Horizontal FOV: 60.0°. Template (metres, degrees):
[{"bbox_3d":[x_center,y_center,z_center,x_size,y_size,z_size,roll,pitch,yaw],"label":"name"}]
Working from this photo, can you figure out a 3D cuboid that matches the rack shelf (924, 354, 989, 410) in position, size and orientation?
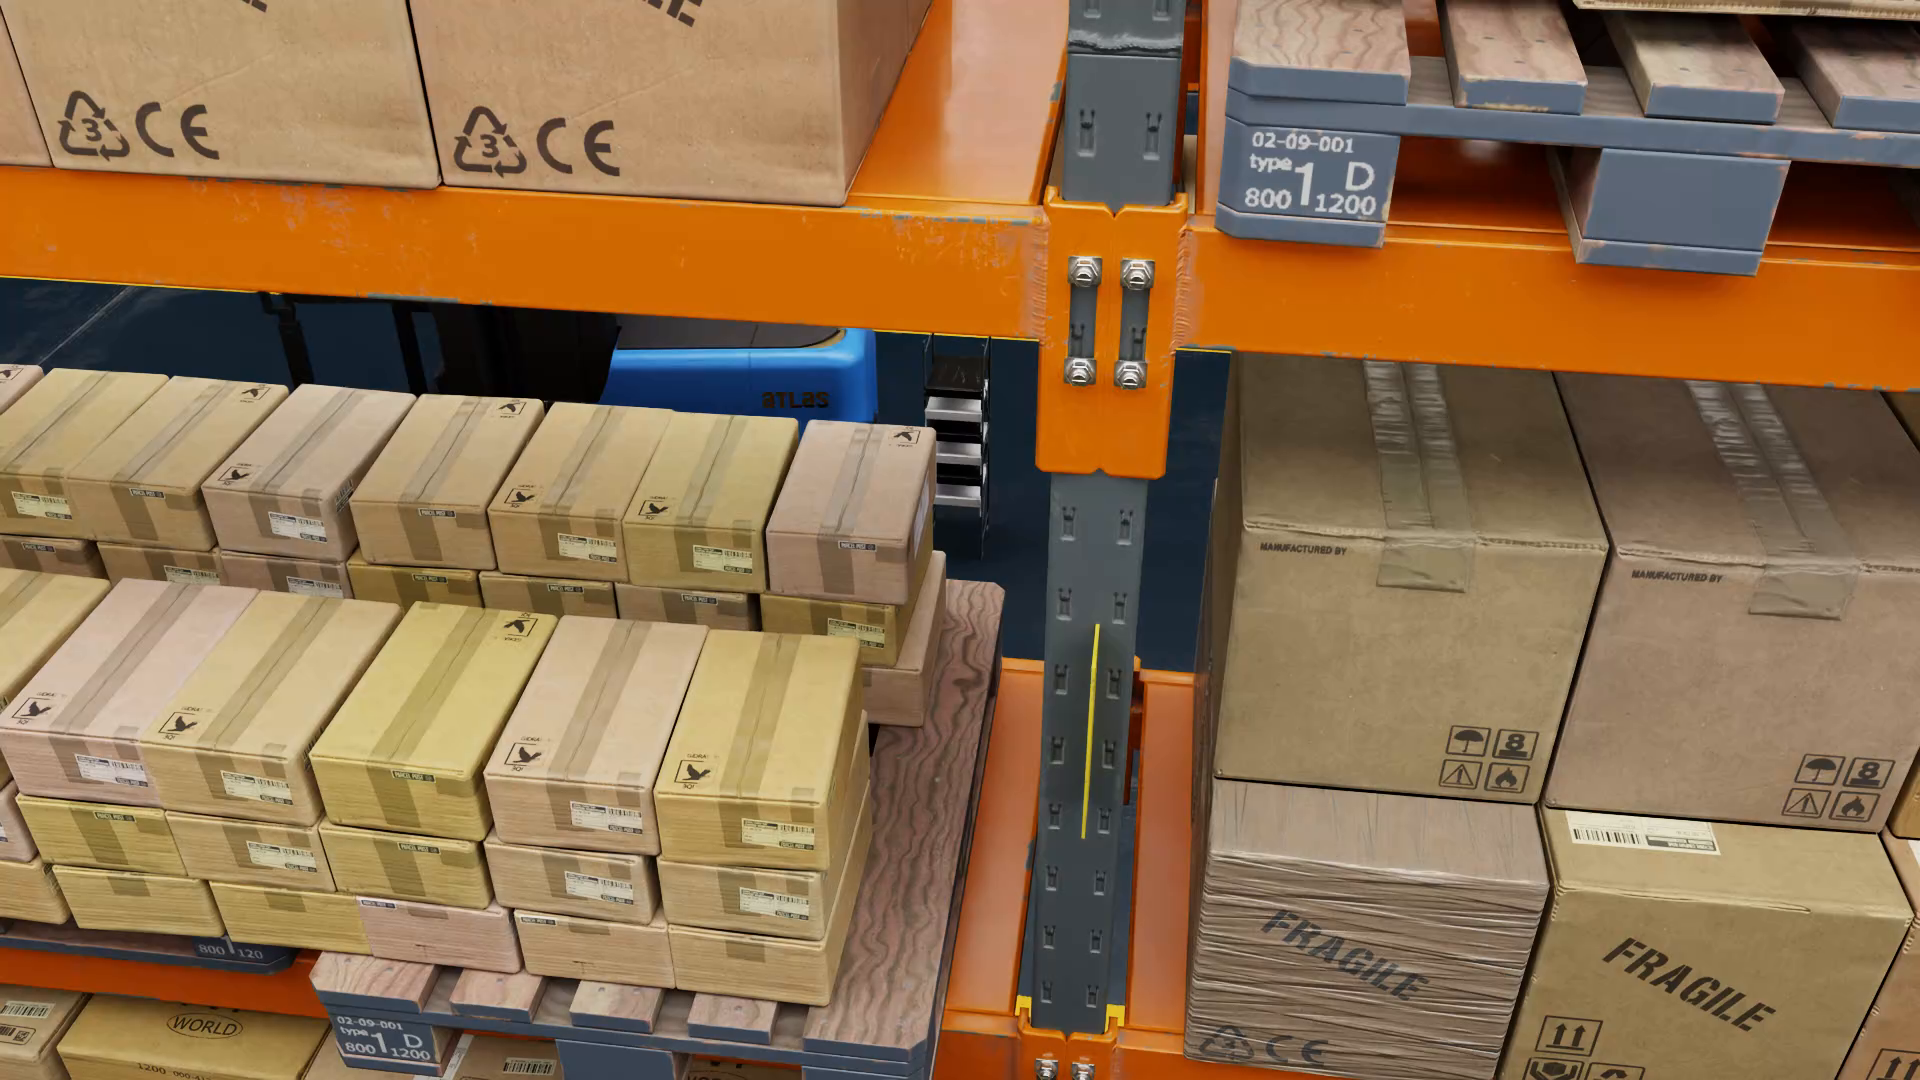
[{"bbox_3d":[-0.008,-0.560,5.852,0.200,0.077,0.258,4,36,6],"label":"rack shelf"}]

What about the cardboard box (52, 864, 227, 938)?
[{"bbox_3d":[-1.318,0.481,2.849,0.250,0.149,0.380,3,36,4],"label":"cardboard box"}]

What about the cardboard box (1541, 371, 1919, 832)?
[{"bbox_3d":[1.190,0.027,2.683,0.500,0.500,0.700,4,36,5],"label":"cardboard box"}]

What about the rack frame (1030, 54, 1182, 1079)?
[{"bbox_3d":[0.245,0.399,3.109,0.127,3.000,1.000,4,36,6],"label":"rack frame"}]

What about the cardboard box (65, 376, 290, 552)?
[{"bbox_3d":[-1.493,-0.154,3.226,0.250,0.149,0.380,5,36,7],"label":"cardboard box"}]

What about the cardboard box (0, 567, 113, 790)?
[{"bbox_3d":[-1.582,0.219,2.703,0.250,0.149,0.380,6,36,8],"label":"cardboard box"}]

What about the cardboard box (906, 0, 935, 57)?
[{"bbox_3d":[-0.288,-1.058,2.482,0.500,0.500,0.500,4,36,6],"label":"cardboard box"}]

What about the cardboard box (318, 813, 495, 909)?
[{"bbox_3d":[-0.830,0.398,2.708,0.250,0.149,0.380,5,36,7],"label":"cardboard box"}]

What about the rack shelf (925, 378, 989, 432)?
[{"bbox_3d":[-0.008,-0.486,5.904,0.200,0.077,0.258,4,36,6],"label":"rack shelf"}]

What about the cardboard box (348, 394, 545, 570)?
[{"bbox_3d":[-0.961,-0.116,3.174,0.250,0.149,0.380,3,36,4],"label":"cardboard box"}]

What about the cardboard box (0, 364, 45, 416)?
[{"bbox_3d":[-2.007,-0.194,3.282,0.250,0.149,0.380,3,36,4],"label":"cardboard box"}]

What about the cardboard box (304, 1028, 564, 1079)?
[{"bbox_3d":[-0.970,1.010,3.398,0.500,0.250,0.500,5,36,7],"label":"cardboard box"}]

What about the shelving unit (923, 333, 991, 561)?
[{"bbox_3d":[-0.008,-0.367,5.989,0.210,0.900,0.258,4,36,6],"label":"shelving unit"}]

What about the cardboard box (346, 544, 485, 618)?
[{"bbox_3d":[-0.994,0.003,3.263,0.250,0.149,0.380,4,36,6],"label":"cardboard box"}]

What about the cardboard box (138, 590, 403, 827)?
[{"bbox_3d":[-1.074,0.259,2.647,0.250,0.149,0.380,5,36,7],"label":"cardboard box"}]

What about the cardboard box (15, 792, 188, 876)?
[{"bbox_3d":[-1.324,0.360,2.762,0.250,0.149,0.380,4,36,6],"label":"cardboard box"}]

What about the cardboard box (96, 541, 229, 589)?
[{"bbox_3d":[-1.487,-0.036,3.318,0.250,0.149,0.380,4,36,6],"label":"cardboard box"}]

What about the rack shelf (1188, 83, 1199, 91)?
[{"bbox_3d":[2.758,-2.020,7.117,4.000,0.370,1.077,4,36,6],"label":"rack shelf"}]

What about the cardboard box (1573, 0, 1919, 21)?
[{"bbox_3d":[0.934,-0.817,1.859,0.500,0.311,0.500,4,36,6],"label":"cardboard box"}]

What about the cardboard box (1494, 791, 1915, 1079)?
[{"bbox_3d":[1.160,0.583,2.765,0.500,0.500,0.500,4,36,6],"label":"cardboard box"}]

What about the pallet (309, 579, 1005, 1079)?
[{"bbox_3d":[-0.476,0.486,3.152,1.003,0.211,1.213,4,36,6],"label":"pallet"}]

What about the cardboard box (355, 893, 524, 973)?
[{"bbox_3d":[-0.805,0.521,2.793,0.250,0.149,0.380,5,36,7],"label":"cardboard box"}]

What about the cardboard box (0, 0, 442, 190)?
[{"bbox_3d":[-0.852,-0.788,2.104,0.500,0.500,0.500,4,36,6],"label":"cardboard box"}]

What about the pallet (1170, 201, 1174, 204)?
[{"bbox_3d":[1.550,-1.267,7.843,1.213,0.211,1.003,4,36,6],"label":"pallet"}]

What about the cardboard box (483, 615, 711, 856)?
[{"bbox_3d":[-0.549,0.296,2.595,0.250,0.149,0.380,4,36,5],"label":"cardboard box"}]

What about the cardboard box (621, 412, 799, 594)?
[{"bbox_3d":[-0.456,-0.076,3.117,0.250,0.149,0.380,3,36,5],"label":"cardboard box"}]

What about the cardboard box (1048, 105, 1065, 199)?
[{"bbox_3d":[0.100,-1.866,7.749,0.875,0.875,0.875,4,36,6],"label":"cardboard box"}]

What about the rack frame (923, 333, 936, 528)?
[{"bbox_3d":[-0.109,-0.374,6.000,0.006,0.900,0.240,4,36,6],"label":"rack frame"}]

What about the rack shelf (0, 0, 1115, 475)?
[{"bbox_3d":[-1.739,-0.677,2.654,4.000,0.370,1.077,4,36,6],"label":"rack shelf"}]

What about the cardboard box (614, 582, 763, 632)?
[{"bbox_3d":[-0.479,0.039,3.212,0.250,0.149,0.380,6,36,8],"label":"cardboard box"}]

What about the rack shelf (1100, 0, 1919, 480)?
[{"bbox_3d":[2.228,-0.381,2.239,4.000,0.370,1.077,4,36,6],"label":"rack shelf"}]

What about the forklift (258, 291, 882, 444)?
[{"bbox_3d":[-1.813,-1.178,5.378,3.031,2.935,1.130,0,36,-1],"label":"forklift"}]

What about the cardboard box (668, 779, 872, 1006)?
[{"bbox_3d":[-0.303,0.559,2.740,0.250,0.149,0.380,5,36,7],"label":"cardboard box"}]

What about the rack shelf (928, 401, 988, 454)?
[{"bbox_3d":[-0.008,-0.413,5.957,0.200,0.077,0.258,4,36,6],"label":"rack shelf"}]

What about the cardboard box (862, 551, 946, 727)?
[{"bbox_3d":[-0.174,0.181,3.269,0.250,0.149,0.380,4,36,5],"label":"cardboard box"}]

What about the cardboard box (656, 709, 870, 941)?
[{"bbox_3d":[-0.303,0.435,2.657,0.250,0.149,0.380,5,36,7],"label":"cardboard box"}]

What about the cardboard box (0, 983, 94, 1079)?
[{"bbox_3d":[-1.990,0.930,3.510,0.500,0.250,0.500,6,36,8],"label":"cardboard box"}]

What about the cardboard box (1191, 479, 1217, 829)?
[{"bbox_3d":[0.725,0.237,3.250,0.500,0.500,0.500,4,36,6],"label":"cardboard box"}]
